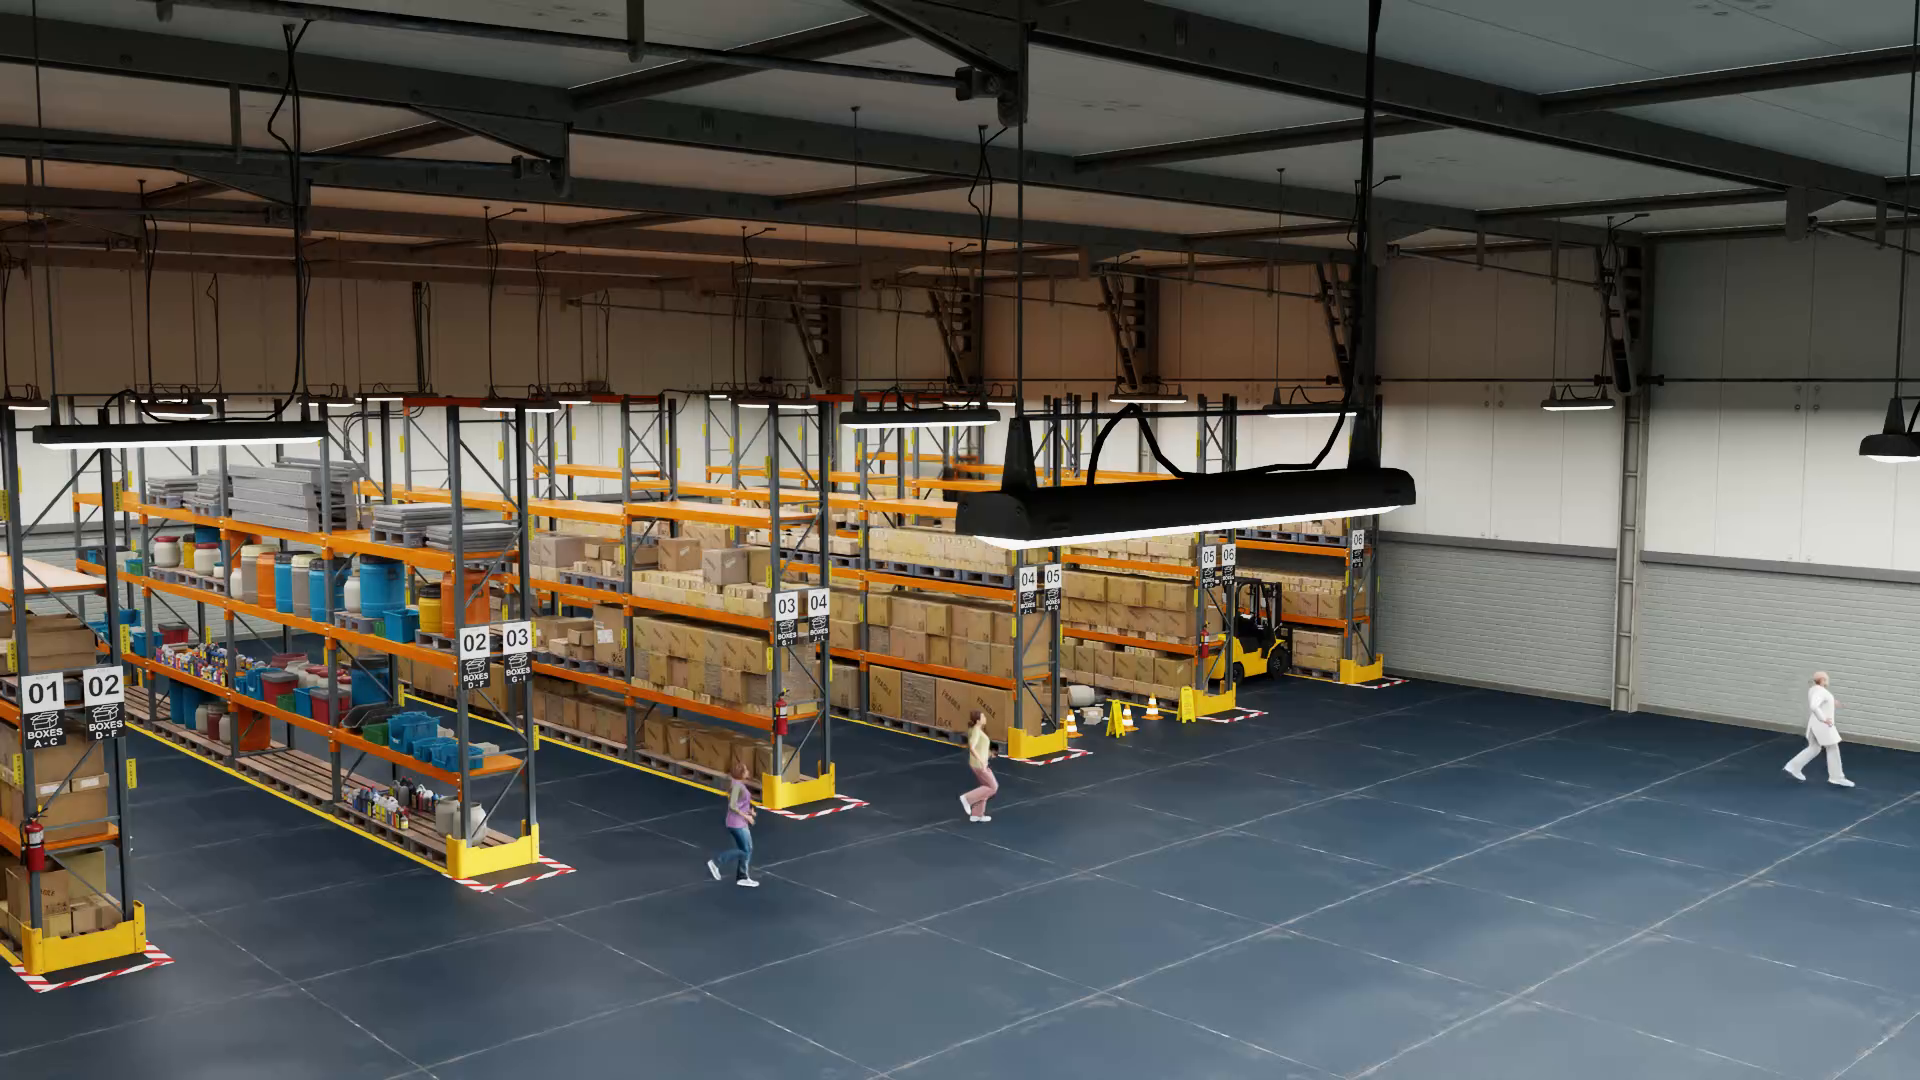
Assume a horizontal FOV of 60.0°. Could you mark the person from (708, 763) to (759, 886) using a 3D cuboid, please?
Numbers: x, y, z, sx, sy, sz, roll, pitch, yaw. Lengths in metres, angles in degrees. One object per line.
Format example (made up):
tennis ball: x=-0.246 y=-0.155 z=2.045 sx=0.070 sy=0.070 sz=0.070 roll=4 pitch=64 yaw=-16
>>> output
person: x=-2.837 y=3.559 z=20.775 sx=0.630 sy=1.581 sz=0.540 roll=-1 pitch=6 yaw=-8

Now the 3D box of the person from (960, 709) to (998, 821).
person: x=0.253 y=3.228 z=23.807 sx=0.552 sy=1.626 sz=0.588 roll=-1 pitch=6 yaw=-10

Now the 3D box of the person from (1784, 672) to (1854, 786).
person: x=13.362 y=2.919 z=25.798 sx=1.017 sy=1.775 sz=0.707 roll=0 pitch=6 yaw=4

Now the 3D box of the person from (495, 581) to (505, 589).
person: x=-10.865 y=1.653 z=39.300 sx=0.648 sy=1.766 sz=0.815 roll=1 pitch=6 yaw=10
